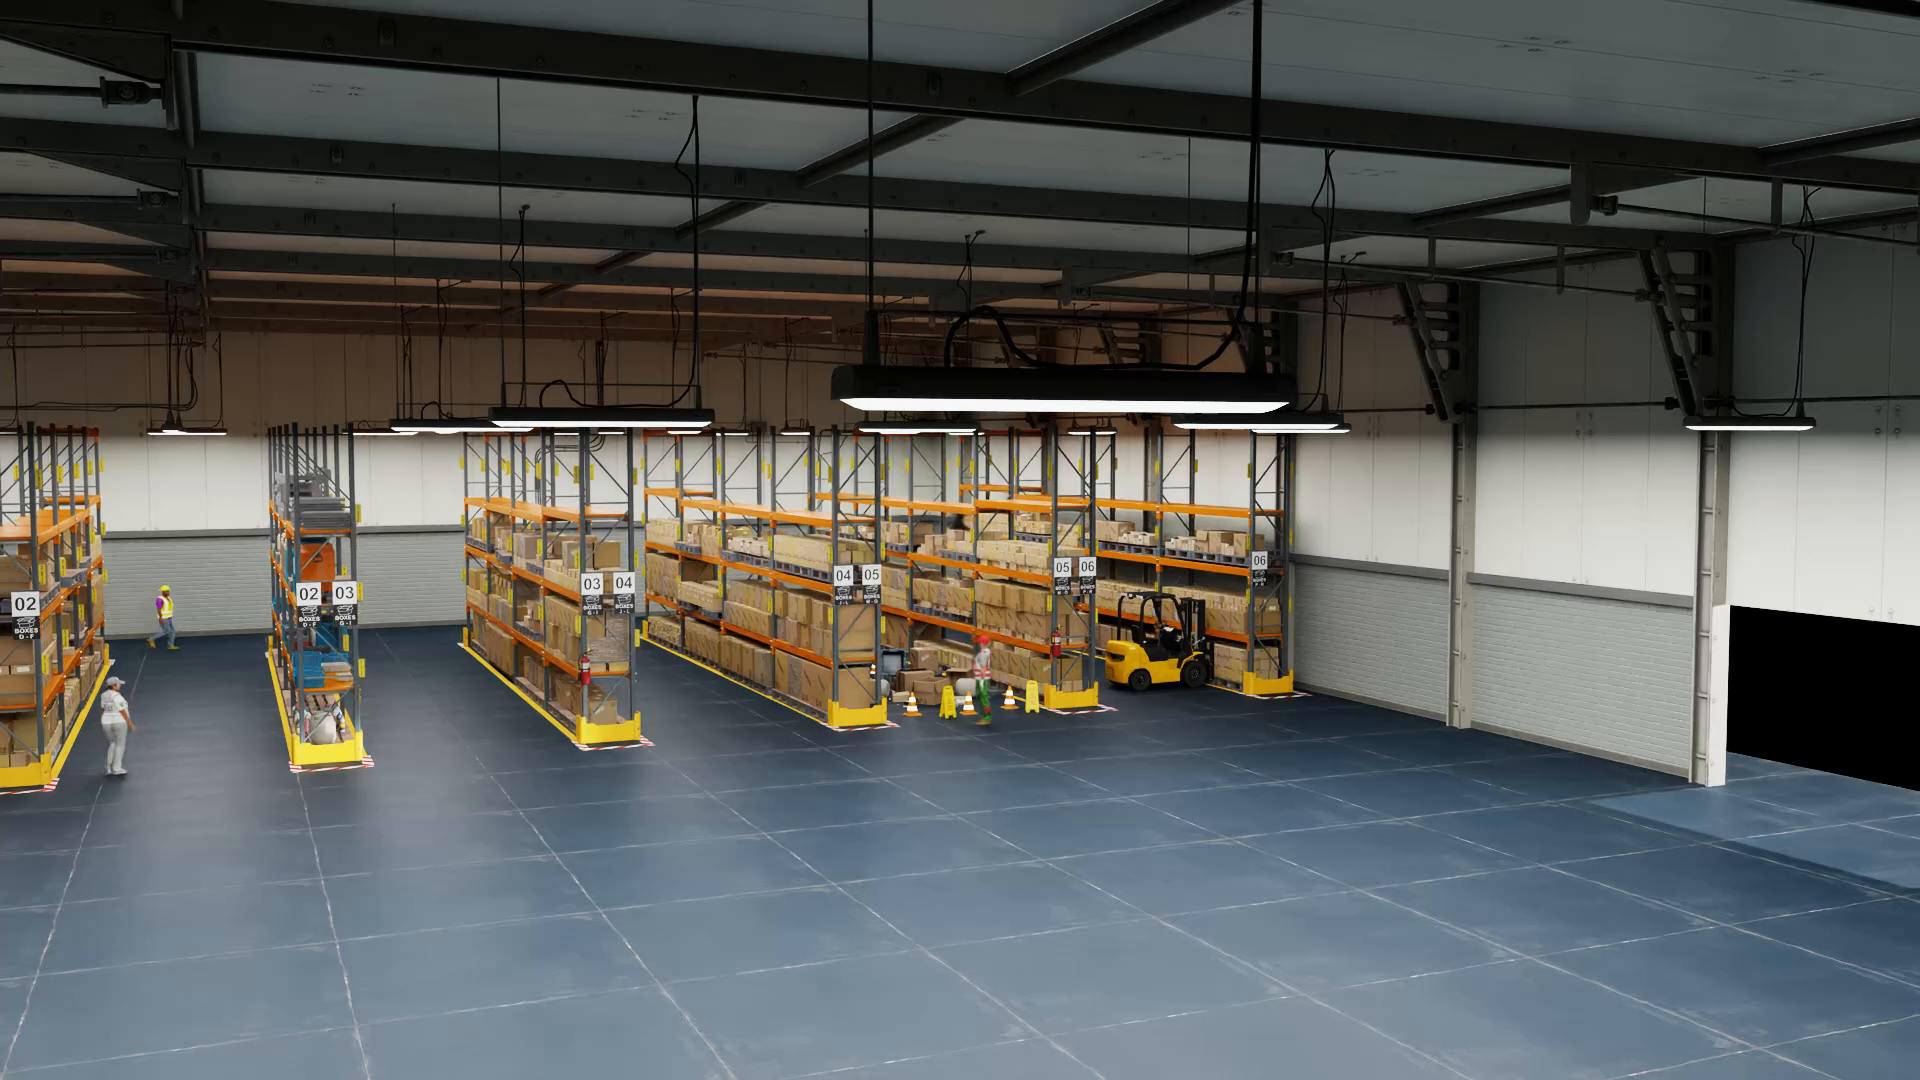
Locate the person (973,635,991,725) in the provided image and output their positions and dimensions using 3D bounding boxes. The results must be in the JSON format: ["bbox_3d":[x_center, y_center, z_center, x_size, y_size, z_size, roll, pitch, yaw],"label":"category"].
[{"bbox_3d":[0.444,2.800,33.238,0.351,1.821,0.604,0,3,1],"label":"person"}]

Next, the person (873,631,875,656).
[{"bbox_3d":[-2.278,2.260,42.026,0.399,1.785,0.537,-3,5,-40],"label":"person"}]

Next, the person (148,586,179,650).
[{"bbox_3d":[-21.495,2.105,44.894,0.739,1.740,0.643,0,3,-4],"label":"person"}]

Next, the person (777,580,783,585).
[{"bbox_3d":[-5.202,1.939,48.192,0.568,1.693,0.334,2,4,30],"label":"person"}]

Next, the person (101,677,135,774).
[{"bbox_3d":[-14.353,3.175,28.309,0.559,1.709,0.441,0,4,7],"label":"person"}]
